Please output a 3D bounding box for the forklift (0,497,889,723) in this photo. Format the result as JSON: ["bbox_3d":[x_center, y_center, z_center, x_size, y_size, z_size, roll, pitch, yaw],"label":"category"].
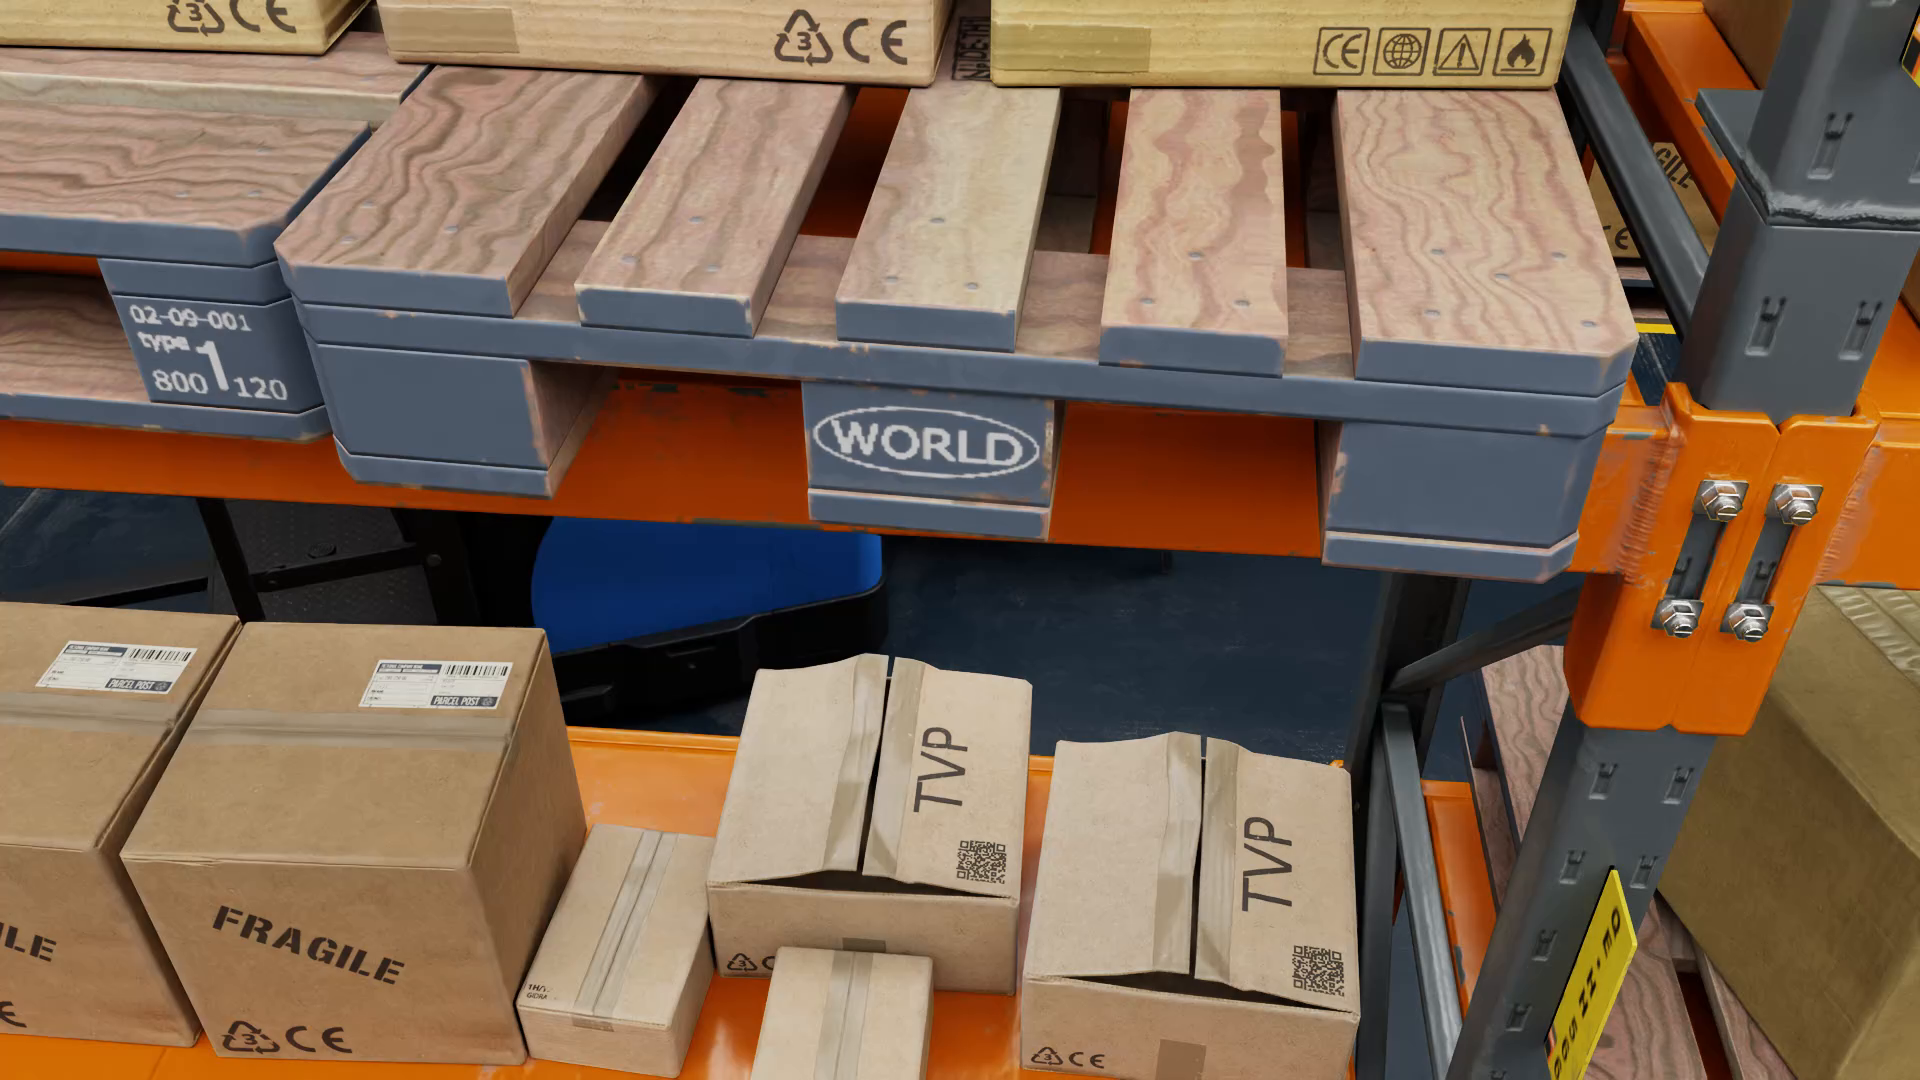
[{"bbox_3d":[-1.801,-0.783,4.391,3.031,2.935,1.130,-11,40,-13],"label":"forklift"}]

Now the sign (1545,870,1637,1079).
[{"bbox_3d":[0.692,0.507,1.834,0.005,0.325,0.100,3,39,4],"label":"sign"}]

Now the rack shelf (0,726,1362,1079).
[{"bbox_3d":[-1.256,0.777,2.990,4.000,0.370,1.077,3,39,4],"label":"rack shelf"}]

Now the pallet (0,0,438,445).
[{"bbox_3d":[-1.062,-0.523,1.790,1.213,0.211,1.003,5,39,6],"label":"pallet"}]

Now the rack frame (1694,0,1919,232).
[{"bbox_3d":[0.737,-1.720,0.735,0.127,3.000,1.000,3,39,4],"label":"rack frame"}]

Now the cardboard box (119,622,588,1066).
[{"bbox_3d":[-0.937,0.487,2.697,0.500,0.500,0.500,1,39,1],"label":"cardboard box"}]

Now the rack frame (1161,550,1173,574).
[{"bbox_3d":[0.714,-0.626,5.331,0.032,1.500,0.500,3,39,3],"label":"rack frame"}]

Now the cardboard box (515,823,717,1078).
[{"bbox_3d":[-0.539,0.670,2.750,0.250,0.149,0.380,6,40,7],"label":"cardboard box"}]

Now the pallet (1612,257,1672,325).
[{"bbox_3d":[3.151,-1.269,7.142,1.213,0.211,1.003,3,39,4],"label":"pallet"}]

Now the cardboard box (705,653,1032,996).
[{"bbox_3d":[-0.138,0.471,2.866,0.500,0.311,0.500,3,39,3],"label":"cardboard box"}]

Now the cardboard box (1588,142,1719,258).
[{"bbox_3d":[2.754,-1.664,6.788,0.750,0.750,0.750,3,39,4],"label":"cardboard box"}]

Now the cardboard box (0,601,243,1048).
[{"bbox_3d":[-1.461,0.458,2.732,0.500,0.500,0.500,3,39,4],"label":"cardboard box"}]

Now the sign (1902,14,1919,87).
[{"bbox_3d":[0.681,-0.439,1.065,0.005,0.325,0.100,3,39,4],"label":"sign"}]

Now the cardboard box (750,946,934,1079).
[{"bbox_3d":[-0.183,0.829,2.555,0.250,0.149,0.380,3,39,4],"label":"cardboard box"}]

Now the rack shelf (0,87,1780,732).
[{"bbox_3d":[-1.256,-0.387,2.043,4.000,0.370,1.077,3,39,4],"label":"rack shelf"}]

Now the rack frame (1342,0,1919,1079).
[{"bbox_3d":[0.737,0.607,2.629,0.127,3.000,1.000,3,39,4],"label":"rack frame"}]

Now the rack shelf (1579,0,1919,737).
[{"bbox_3d":[2.729,-0.169,1.775,4.000,0.370,1.077,3,39,4],"label":"rack shelf"}]

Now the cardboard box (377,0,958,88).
[{"bbox_3d":[-0.244,-0.668,1.605,0.500,0.250,0.500,4,39,5],"label":"cardboard box"}]

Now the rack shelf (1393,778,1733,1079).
[{"bbox_3d":[2.729,0.994,2.722,4.000,0.370,1.077,3,39,4],"label":"rack shelf"}]

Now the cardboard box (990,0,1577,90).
[{"bbox_3d":[0.280,-0.651,1.583,0.500,0.250,0.500,0,39,1],"label":"cardboard box"}]

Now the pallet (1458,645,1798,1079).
[{"bbox_3d":[1.418,0.674,2.698,1.003,0.211,1.213,3,39,4],"label":"pallet"}]

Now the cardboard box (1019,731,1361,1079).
[{"bbox_3d":[0.378,0.594,2.715,0.500,0.311,0.500,5,39,7],"label":"cardboard box"}]

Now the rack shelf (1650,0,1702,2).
[{"bbox_3d":[3.153,-2.121,6.550,4.000,0.370,1.077,3,39,4],"label":"rack shelf"}]

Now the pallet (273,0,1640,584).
[{"bbox_3d":[0.053,-0.464,1.718,1.003,0.211,1.213,5,39,6],"label":"pallet"}]

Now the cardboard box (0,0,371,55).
[{"bbox_3d":[-0.813,-0.706,1.652,0.500,0.250,0.500,2,39,3],"label":"cardboard box"}]

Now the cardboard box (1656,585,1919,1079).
[{"bbox_3d":[1.374,0.368,2.510,0.500,0.500,0.700,-9,40,-11],"label":"cardboard box"}]

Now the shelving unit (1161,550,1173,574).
[{"bbox_3d":[0.207,-0.649,5.359,1.048,1.500,0.538,3,39,3],"label":"shelving unit"}]

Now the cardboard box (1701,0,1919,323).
[{"bbox_3d":[1.174,-0.593,1.647,0.500,0.500,0.910,3,39,4],"label":"cardboard box"}]
